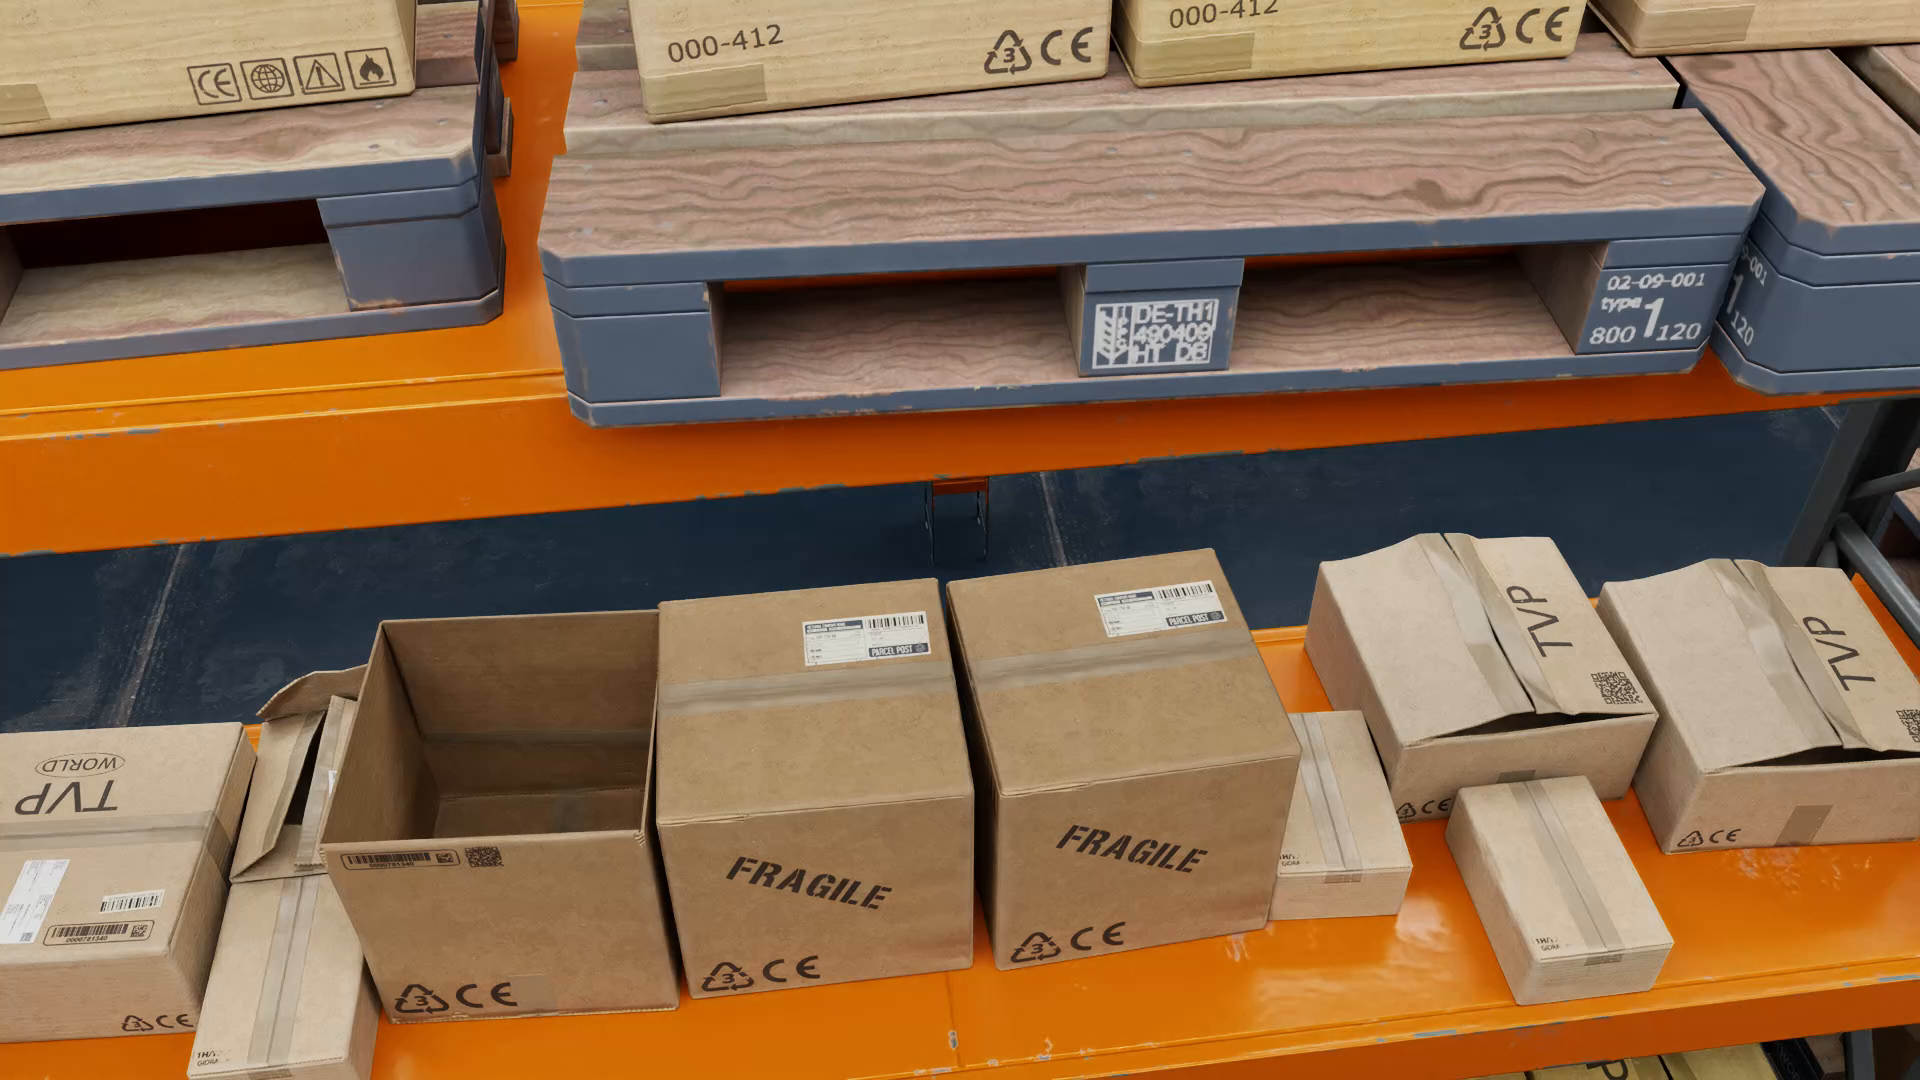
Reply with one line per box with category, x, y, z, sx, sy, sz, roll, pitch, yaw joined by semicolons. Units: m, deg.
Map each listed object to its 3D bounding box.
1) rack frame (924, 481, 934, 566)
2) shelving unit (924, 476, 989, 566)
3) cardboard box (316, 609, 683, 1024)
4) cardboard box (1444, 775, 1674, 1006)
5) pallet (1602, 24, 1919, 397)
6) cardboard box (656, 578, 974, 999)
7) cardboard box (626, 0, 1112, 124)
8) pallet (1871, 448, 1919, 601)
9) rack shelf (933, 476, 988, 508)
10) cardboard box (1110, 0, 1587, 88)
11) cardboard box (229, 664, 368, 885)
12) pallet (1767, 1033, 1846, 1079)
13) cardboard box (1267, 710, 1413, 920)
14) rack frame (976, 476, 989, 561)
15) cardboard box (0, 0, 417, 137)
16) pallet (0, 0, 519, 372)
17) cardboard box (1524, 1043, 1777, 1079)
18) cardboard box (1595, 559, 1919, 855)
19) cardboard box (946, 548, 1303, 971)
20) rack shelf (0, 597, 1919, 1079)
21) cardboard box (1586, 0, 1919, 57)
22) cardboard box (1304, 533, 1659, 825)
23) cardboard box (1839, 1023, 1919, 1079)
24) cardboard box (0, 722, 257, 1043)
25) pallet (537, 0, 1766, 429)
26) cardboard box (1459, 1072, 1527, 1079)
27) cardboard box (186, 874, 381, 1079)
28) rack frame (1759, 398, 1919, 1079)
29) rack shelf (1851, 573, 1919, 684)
rack frame;-0.105;-0.436;5.338;0.006;1.200;0.240;-5;42;-6
shelving unit;-0.014;-0.444;5.347;0.189;1.200;0.258;-5;42;-6
cardboard box;-0.753;0.479;2.905;0.500;0.500;0.500;-2;42;-2
cardboard box;1.071;0.625;3.005;0.250;0.149;0.380;-5;42;-6
pallet;1.266;-0.655;2.138;1.003;0.211;1.213;-3;42;-4
cardboard box;-0.256;0.436;2.953;0.500;0.500;0.500;-5;42;-5
cardboard box;-0.135;-0.722;1.869;0.500;0.250;0.500;-8;43;-9
pallet;2.590;0.236;3.392;1.003;0.211;1.213;-5;42;-6
rack shelf;-0.014;-0.233;5.537;0.180;0.103;0.258;-5;42;-6
cardboard box;0.399;-0.767;1.920;0.500;0.250;0.500;-6;42;-6
cardboard box;-1.191;0.469;3.090;0.258;0.266;0.396;-6;42;-7
pallet;2.672;1.266;4.189;1.213;0.211;1.003;-5;42;-6
cardboard box;0.670;0.512;3.130;0.250;0.149;0.380;-2;42;-2
rack frame;0.076;-0.452;5.356;0.006;1.200;0.240;-5;42;-6
cardboard box;-0.883;-0.693;1.838;0.500;0.250;0.500;-9;43;-10
pallet;-1.166;-0.510;1.979;1.217;0.209;0.805;-7;42;-7
cardboard box;1.440;1.136;3.571;0.500;0.311;0.500;-4;42;-4
cardboard box;1.561;0.306;3.238;0.500;0.311;0.500;-3;42;-3
cardboard box;0.266;0.390;3.004;0.500;0.500;0.500;-7;43;-8
rack shelf;-0.056;0.711;3.259;4.000;0.370;1.077;-5;42;-6
cardboard box;0.967;-0.809;1.967;0.500;0.250;0.500;-4;42;-4
cardboard box;1.015;0.253;3.297;0.500;0.311;0.500;-5;42;-6
cardboard box;2.416;1.186;3.734;0.500;0.500;0.500;-3;42;-4
cardboard box;-1.556;0.602;2.955;0.500;0.250;0.500;-3;42;-3
pallet;0.157;-0.556;2.028;1.213;0.211;1.003;-3;42;-4
cardboard box;0.925;1.186;3.516;0.500;0.311;0.500;-6;42;-6
cardboard box;-1.134;0.770;2.844;0.250;0.149;0.380;-5;42;-6
rack frame;1.927;0.271;3.211;0.127;3.000;1.000;-5;42;-6
rack shelf;3.910;0.364;3.644;4.000;0.370;1.077;-5;42;-6
